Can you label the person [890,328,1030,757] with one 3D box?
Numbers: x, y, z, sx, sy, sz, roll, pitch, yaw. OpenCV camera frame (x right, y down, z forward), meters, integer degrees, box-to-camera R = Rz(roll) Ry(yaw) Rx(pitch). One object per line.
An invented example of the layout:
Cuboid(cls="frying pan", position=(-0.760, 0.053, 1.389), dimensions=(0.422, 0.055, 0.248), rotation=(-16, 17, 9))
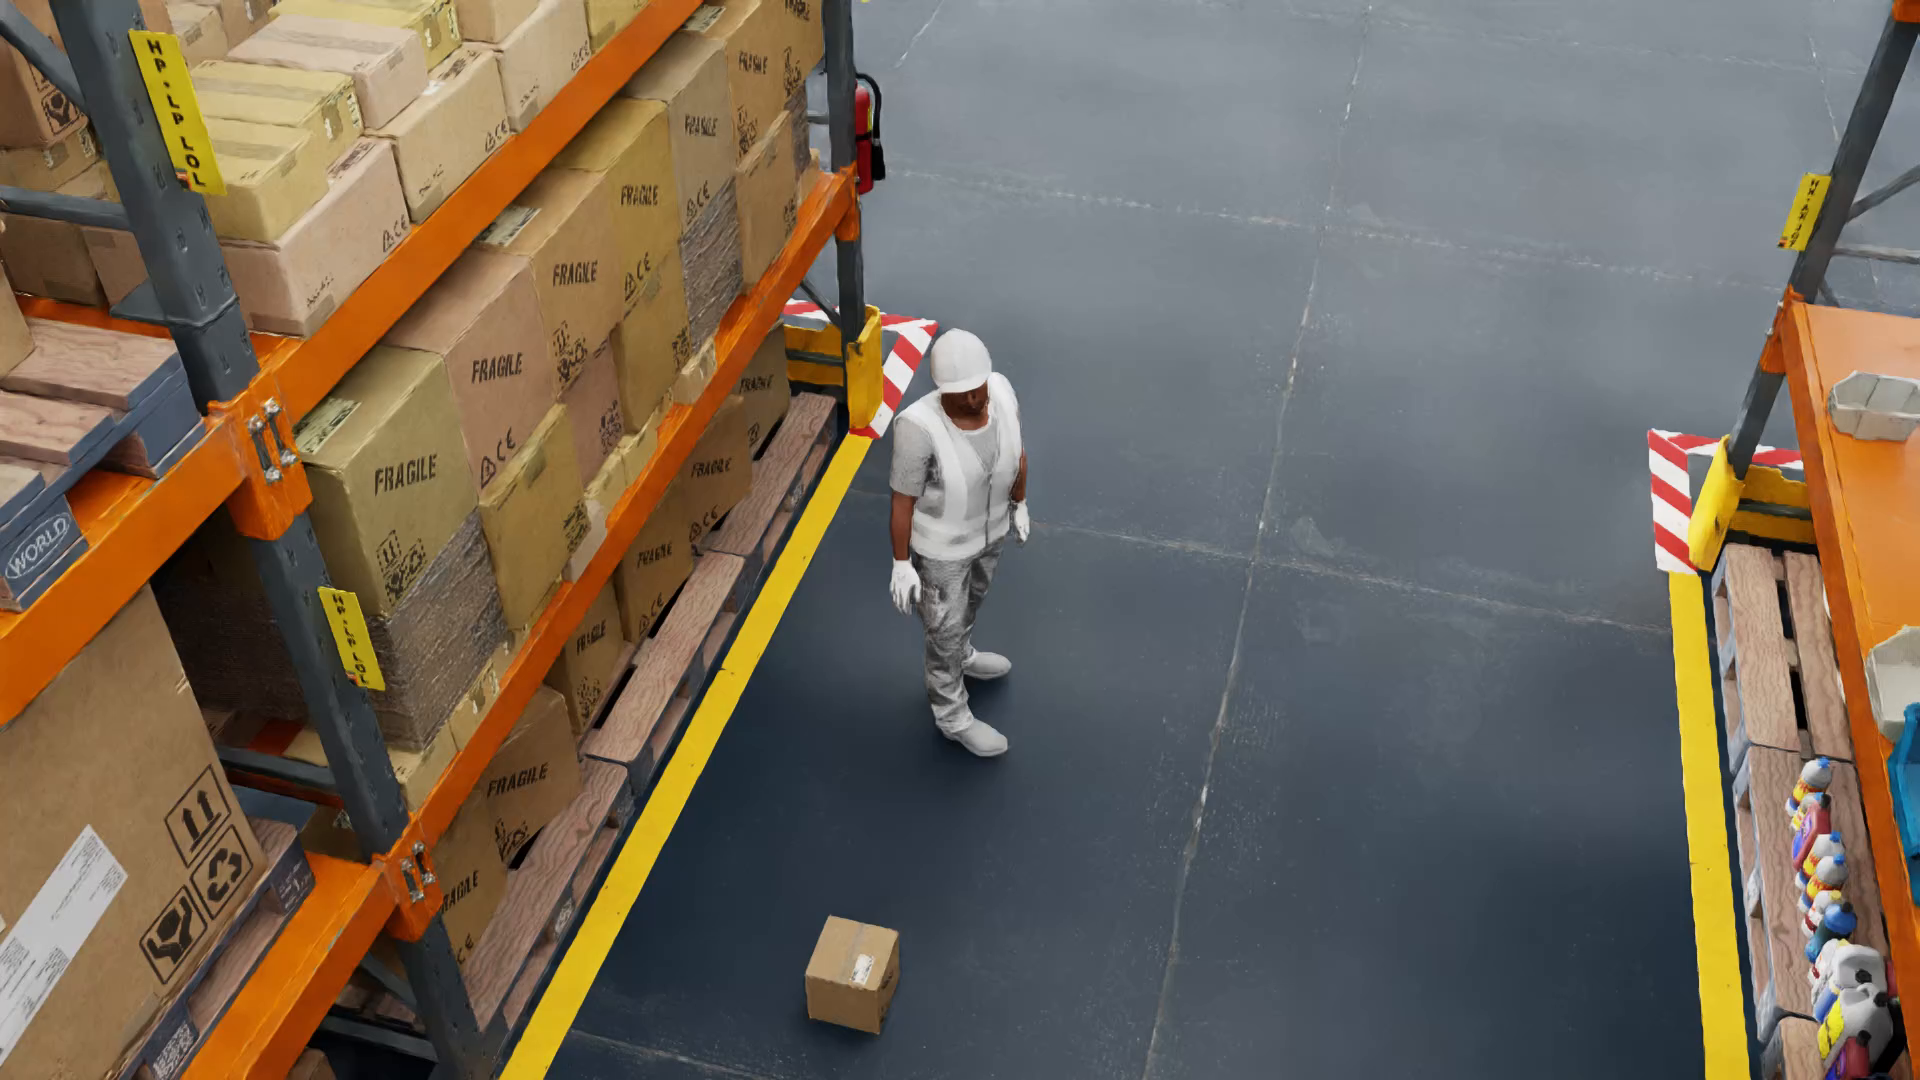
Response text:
Cuboid(cls="person", position=(0.032, 0.017, 6.081), dimensions=(0.563, 1.783, 0.670), rotation=(32, 50, 32))
